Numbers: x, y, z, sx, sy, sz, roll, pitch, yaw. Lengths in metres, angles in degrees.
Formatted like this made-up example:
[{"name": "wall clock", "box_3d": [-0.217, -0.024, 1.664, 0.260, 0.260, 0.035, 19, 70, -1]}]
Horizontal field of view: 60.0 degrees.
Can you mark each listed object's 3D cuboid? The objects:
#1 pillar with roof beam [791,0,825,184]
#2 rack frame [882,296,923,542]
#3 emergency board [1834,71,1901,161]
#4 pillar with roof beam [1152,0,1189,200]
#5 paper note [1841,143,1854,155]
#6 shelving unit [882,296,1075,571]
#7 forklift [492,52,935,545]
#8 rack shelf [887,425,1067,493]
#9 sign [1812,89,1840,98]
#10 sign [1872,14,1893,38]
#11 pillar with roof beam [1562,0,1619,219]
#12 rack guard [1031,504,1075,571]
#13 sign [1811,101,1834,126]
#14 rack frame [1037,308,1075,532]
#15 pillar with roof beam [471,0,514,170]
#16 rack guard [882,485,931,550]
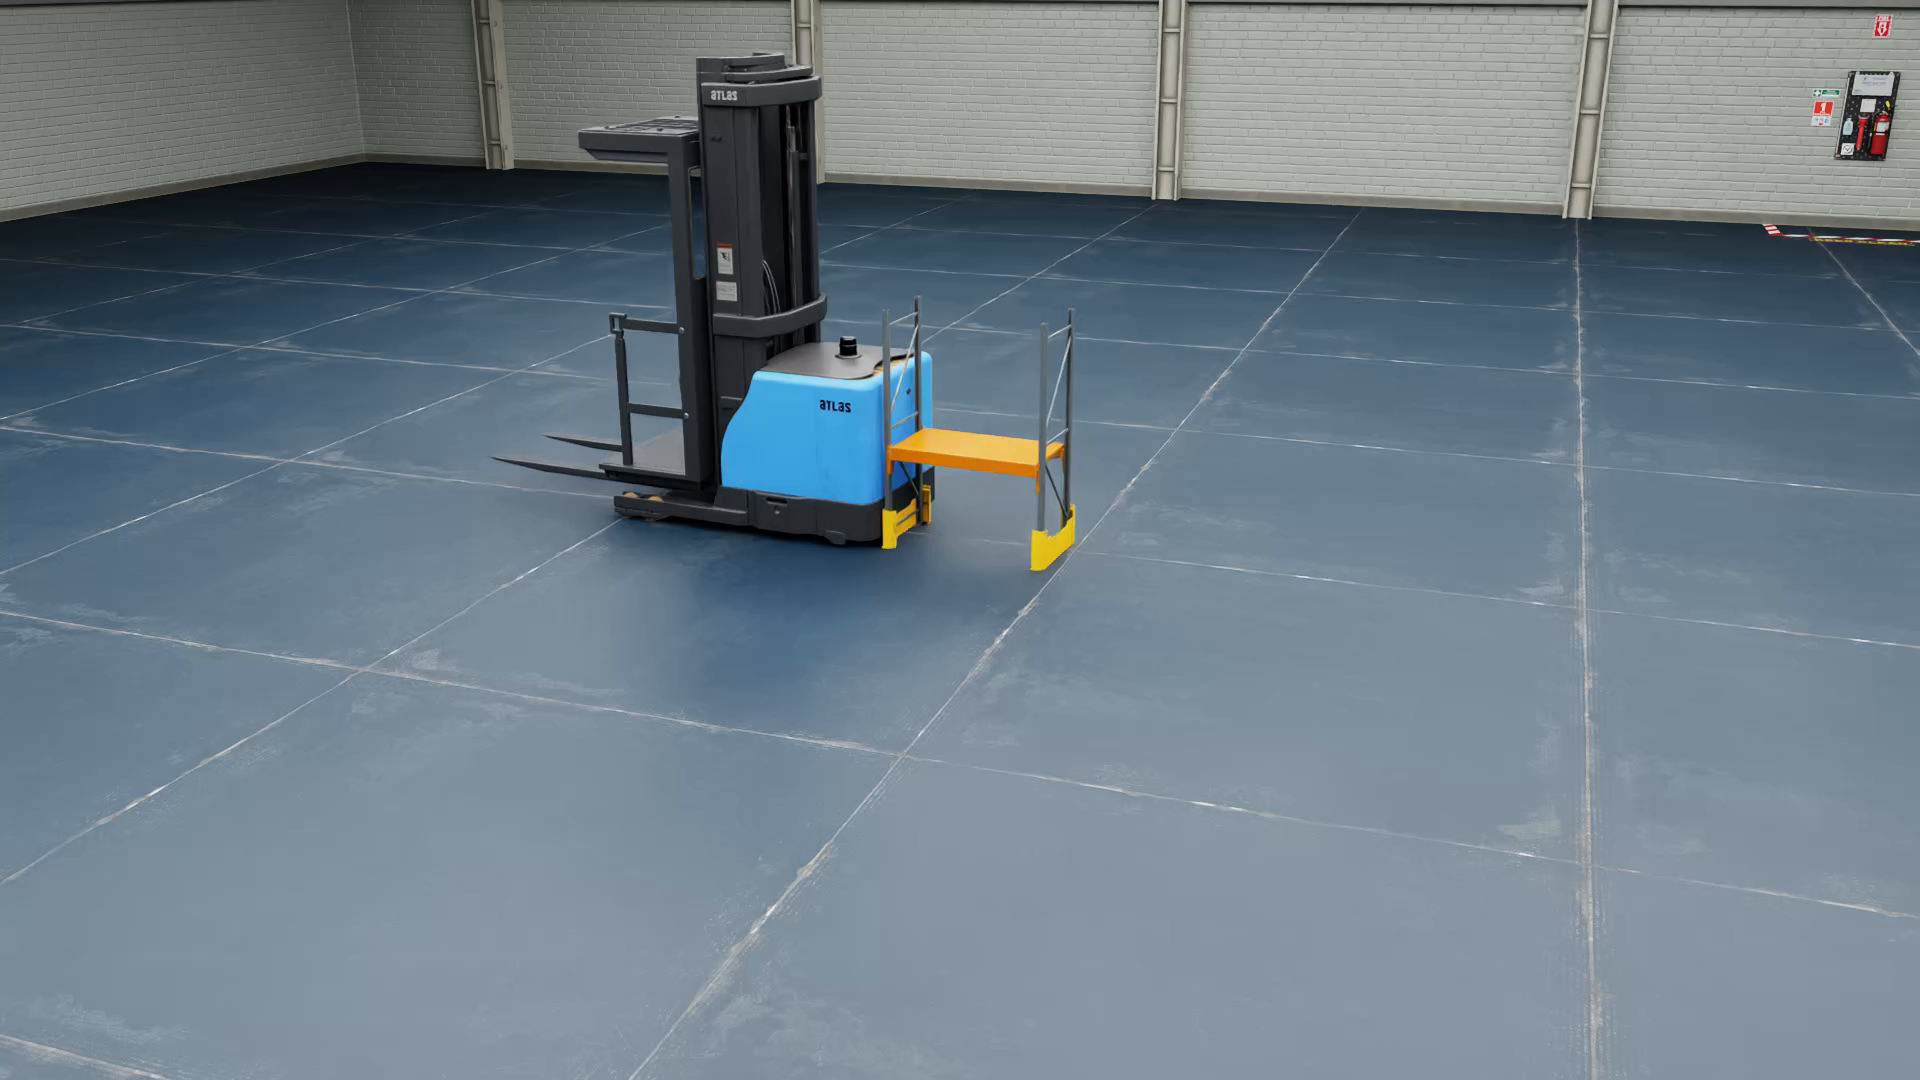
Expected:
[{"name": "pillar with roof beam", "box_3d": [-3.885, -8.848, 22.288, 0.400, 9.000, 9.100, 7, 20, 18]}, {"name": "rack frame", "box_3d": [-0.355, -0.743, 10.429, 0.032, 1.500, 0.500, 8, 21, 22]}, {"name": "emergency board", "box_3d": [12.209, -5.688, 22.337, 0.643, 1.169, 0.194, 7, 20, 18]}, {"name": "pillar with roof beam", "box_3d": [1.782, -8.200, 20.428, 0.400, 9.000, 9.100, 7, 20, 18]}, {"name": "paper note", "box_3d": [12.064, -5.313, 22.598, 0.142, 0.148, 0.016, 7, 20, 18]}, {"name": "shelving unit", "box_3d": [0.120, -0.676, 10.236, 1.083, 1.500, 0.587, 8, 21, 22]}, {"name": "forklift", "box_3d": [-1.733, -1.651, 10.861, 3.031, 2.935, 1.130, 8, 21, 22]}, {"name": "rack shelf", "box_3d": [0.112, -0.507, 10.298, 1.000, 0.185, 0.538, 8, 21, 22]}, {"name": "sign", "box_3d": [11.722, -6.044, 22.498, 0.331, 0.109, 0.001, 7, 20, 18]}, {"name": "sign", "box_3d": [12.234, -6.815, 22.047, 0.199, 0.298, 0.001, 7, 20, 18]}, {"name": "pillar with roof beam", "box_3d": [7.450, -7.552, 18.569, 0.400, 9.000, 9.100, 7, 20, 18]}, {"name": "rack guard", "box_3d": [0.577, -0.020, 10.255, 0.087, 0.250, 0.587, 8, 21, 22]}, {"name": "sign", "box_3d": [11.720, -5.797, 22.594, 0.234, 0.329, 0.001, 7, 20, 18]}, {"name": "rack frame", "box_3d": [0.578, -0.610, 10.049, 0.032, 1.500, 0.500, 8, 21, 22]}, {"name": "pillar with roof beam", "box_3d": [-9.553, -9.496, 24.147, 0.400, 9.000, 9.100, 7, 20, 18]}, {"name": "rack guard", "box_3d": [-0.337, -0.150, 10.628, 0.087, 0.250, 0.587, 8, 21, 22]}]
